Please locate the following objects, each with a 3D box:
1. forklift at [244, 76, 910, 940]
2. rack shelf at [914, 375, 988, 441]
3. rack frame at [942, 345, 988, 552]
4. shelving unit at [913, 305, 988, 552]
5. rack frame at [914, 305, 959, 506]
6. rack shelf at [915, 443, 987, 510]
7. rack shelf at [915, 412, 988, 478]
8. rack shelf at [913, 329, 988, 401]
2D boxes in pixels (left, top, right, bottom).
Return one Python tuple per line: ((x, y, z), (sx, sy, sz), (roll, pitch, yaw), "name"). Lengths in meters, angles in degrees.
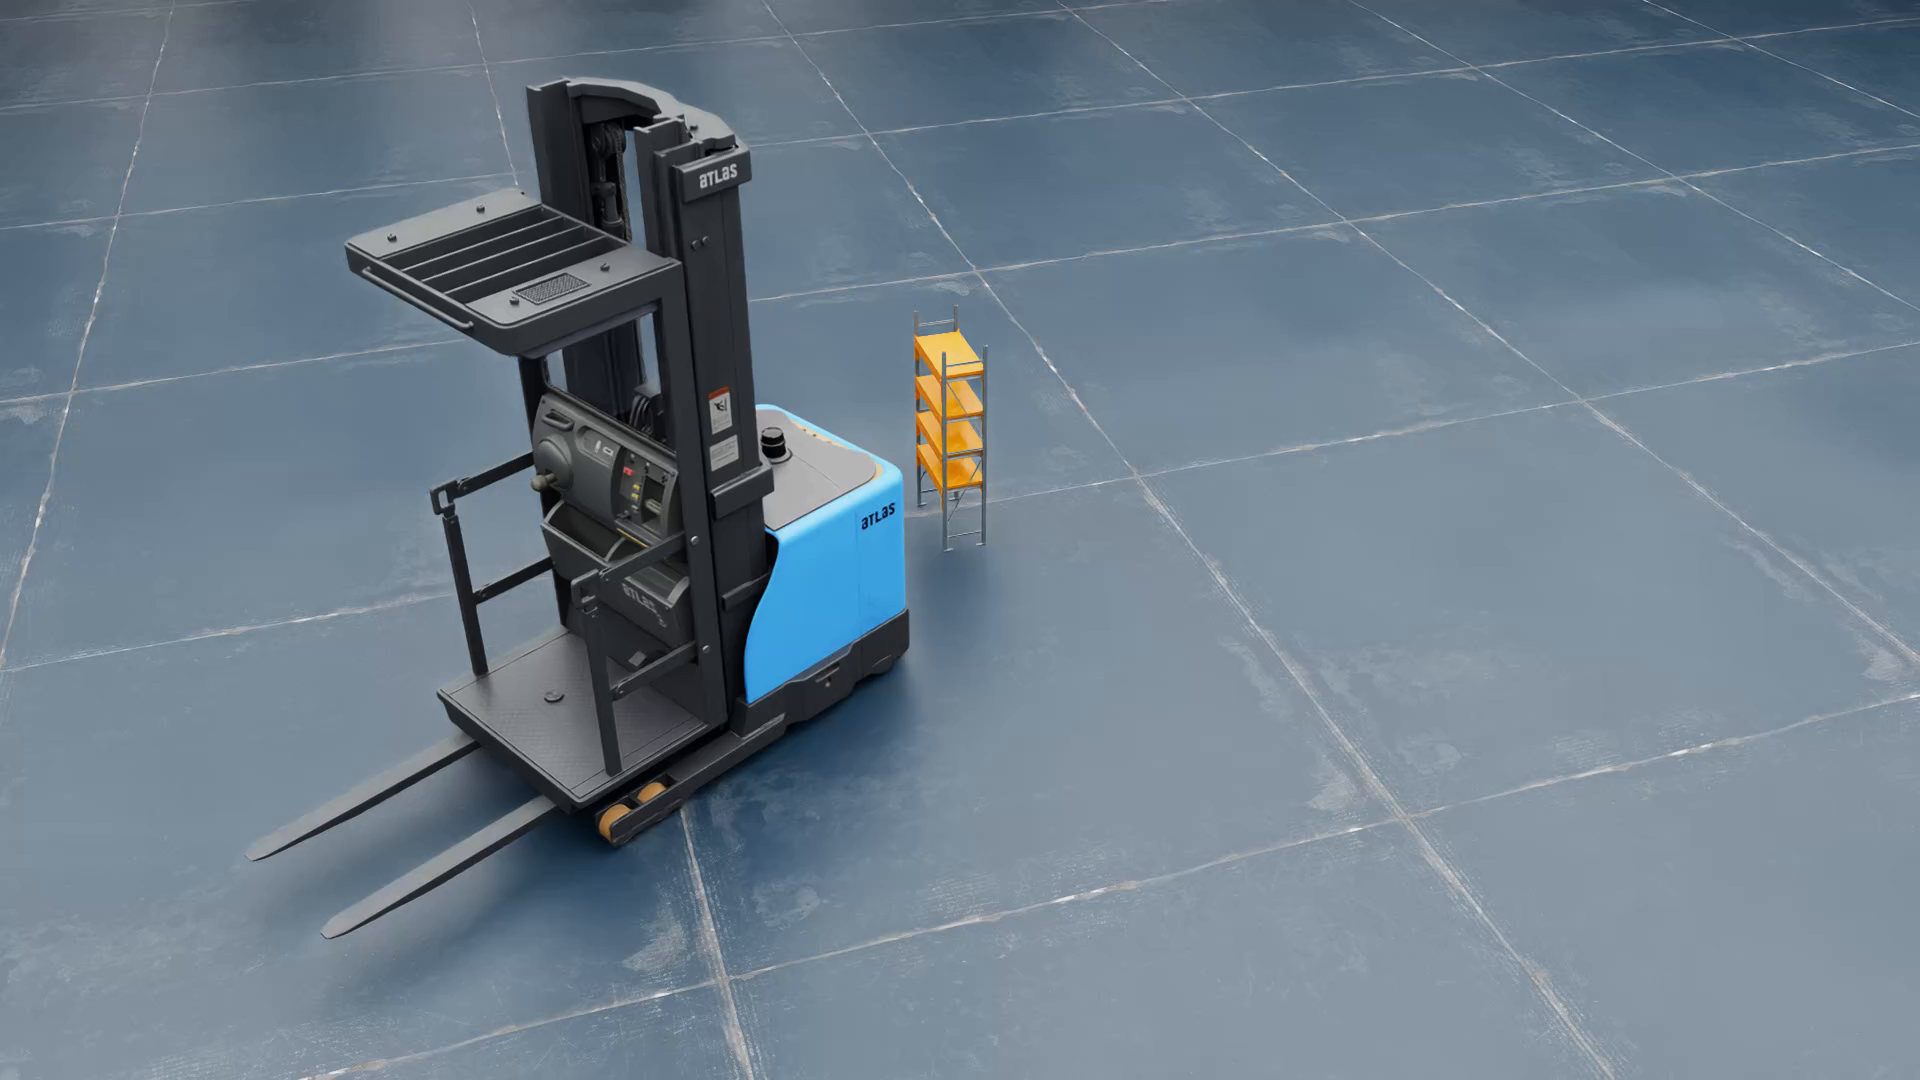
((-1.623, -0.244, 6.780), (1.130, 2.935, 3.031), (27, 42, 35), "forklift")
((-0.051, -0.718, 8.784), (0.258, 0.148, 0.480), (-10, 35, -15), "rack shelf")
((0.024, -0.459, 8.676), (0.240, 1.200, 0.015), (-10, 35, -15), "rack frame")
((-0.051, -0.587, 8.870), (0.258, 1.200, 0.503), (-10, 35, -15), "shelving unit")
((-0.125, -0.716, 9.064), (0.240, 1.200, 0.015), (-10, 35, -15), "rack frame")
((-0.051, -0.366, 9.017), (0.258, 0.148, 0.480), (-10, 35, -15), "rack shelf")
((-0.051, -0.531, 8.907), (0.258, 0.148, 0.480), (-10, 35, -15), "rack shelf")
((-0.051, -0.915, 8.654), (0.258, 0.148, 0.480), (-10, 35, -15), "rack shelf")
